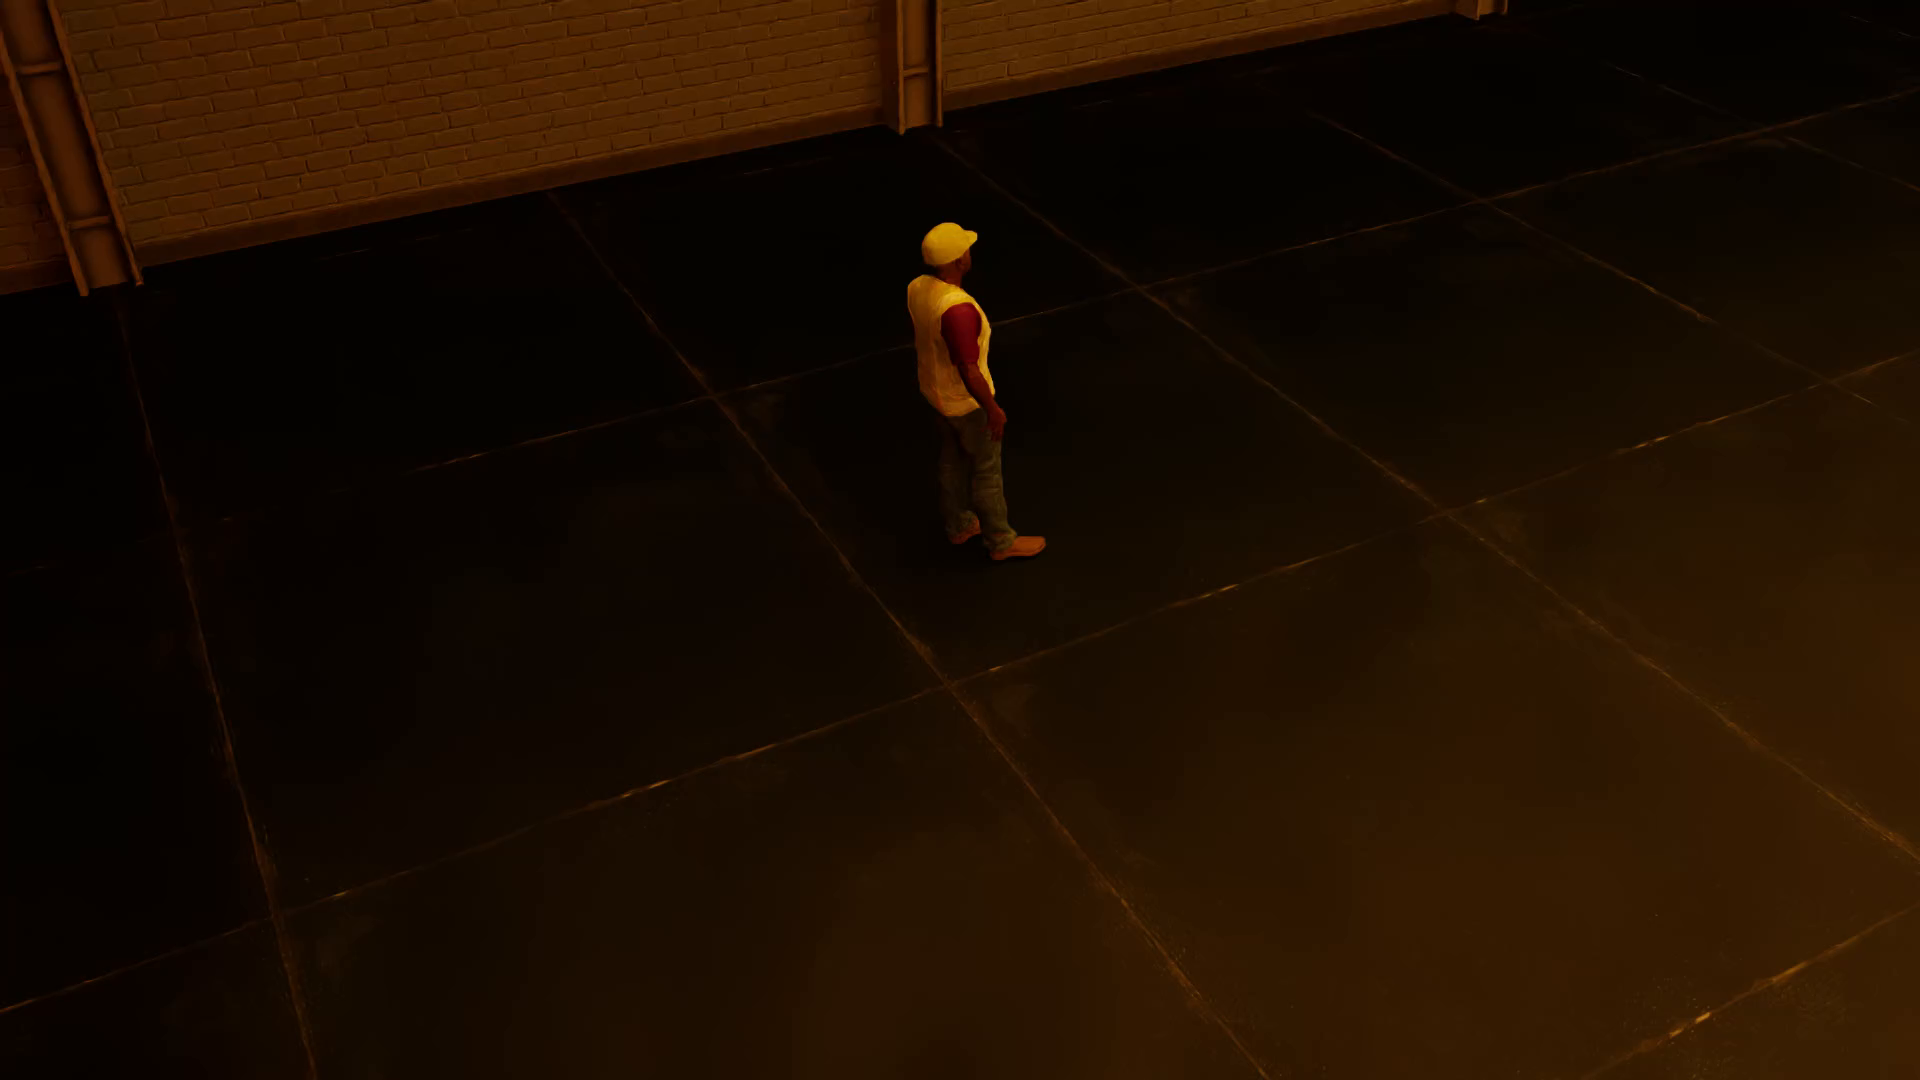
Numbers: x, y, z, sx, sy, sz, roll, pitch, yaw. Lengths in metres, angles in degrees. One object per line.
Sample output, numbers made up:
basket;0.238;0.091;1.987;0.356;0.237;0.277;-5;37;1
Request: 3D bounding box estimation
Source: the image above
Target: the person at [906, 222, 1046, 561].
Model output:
person;0.064;-0.743;8.171;0.576;1.766;0.665;-17;39;-23
